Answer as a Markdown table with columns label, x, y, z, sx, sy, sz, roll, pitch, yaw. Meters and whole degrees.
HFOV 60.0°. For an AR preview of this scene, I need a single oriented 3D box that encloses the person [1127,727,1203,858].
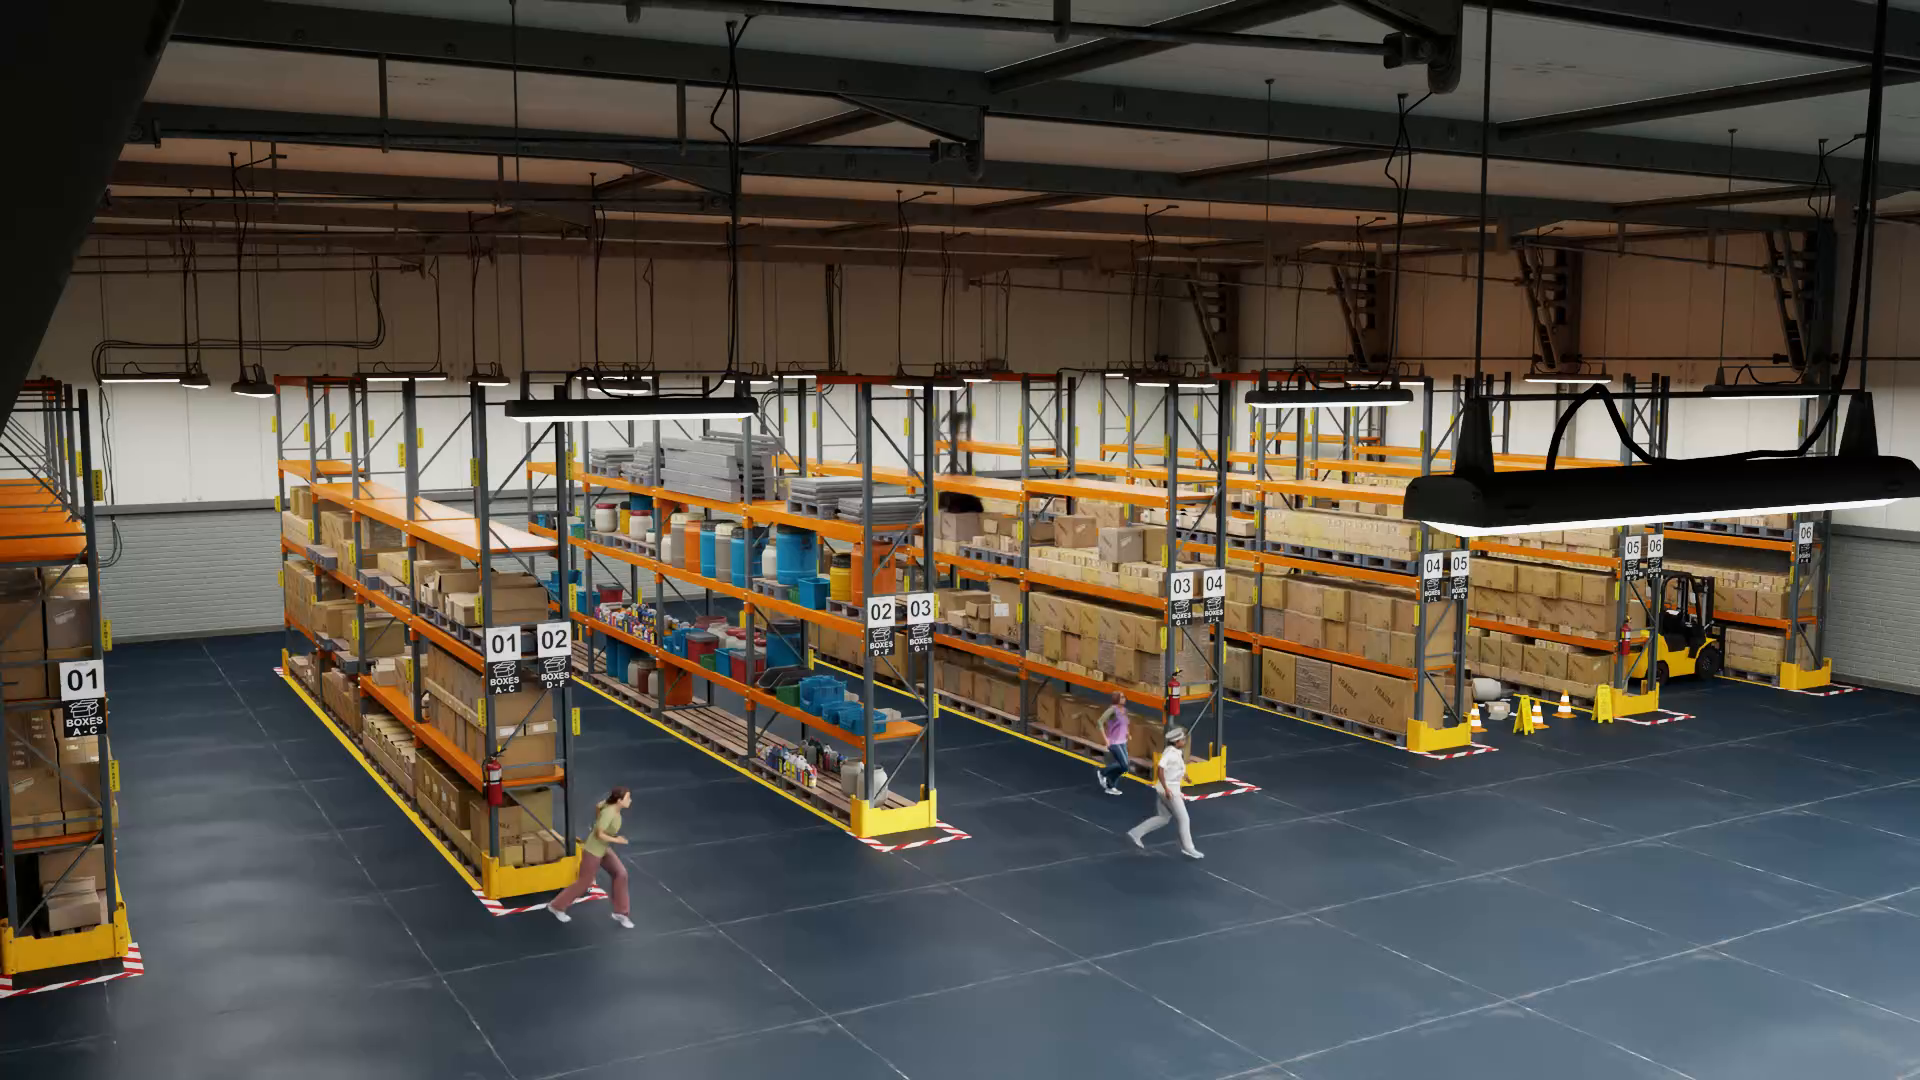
| label | x | y | z | sx | sy | sz | roll | pitch | yaw |
| --- | --- | --- | --- | --- | --- | --- | --- | --- | --- |
| person | 2.613 | 3.202 | 21.032 | 0.975 | 1.694 | 0.600 | 0 | 6 | 0 |

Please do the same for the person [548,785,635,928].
| label | x | y | z | sx | sy | sz | roll | pitch | yaw |
| --- | --- | --- | --- | --- | --- | --- | --- | --- | --- |
| person | -4.116 | 3.538 | 18.529 | 0.972 | 1.641 | 0.616 | 0 | 6 | -3 |

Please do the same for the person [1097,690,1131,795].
| label | x | y | z | sx | sy | sz | roll | pitch | yaw |
| --- | --- | --- | --- | --- | --- | --- | --- | --- | --- |
| person | 2.275 | 2.946 | 24.081 | 0.464 | 1.511 | 0.545 | 4 | 7 | 32 |

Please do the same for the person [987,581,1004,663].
| label | x | y | z | sx | sy | sz | roll | pitch | yaw |
| --- | --- | --- | --- | --- | --- | --- | --- | --- | --- |
| person | 0.636 | 1.635 | 33.335 | 0.667 | 1.754 | 0.931 | -4 | 8 | -34 |
